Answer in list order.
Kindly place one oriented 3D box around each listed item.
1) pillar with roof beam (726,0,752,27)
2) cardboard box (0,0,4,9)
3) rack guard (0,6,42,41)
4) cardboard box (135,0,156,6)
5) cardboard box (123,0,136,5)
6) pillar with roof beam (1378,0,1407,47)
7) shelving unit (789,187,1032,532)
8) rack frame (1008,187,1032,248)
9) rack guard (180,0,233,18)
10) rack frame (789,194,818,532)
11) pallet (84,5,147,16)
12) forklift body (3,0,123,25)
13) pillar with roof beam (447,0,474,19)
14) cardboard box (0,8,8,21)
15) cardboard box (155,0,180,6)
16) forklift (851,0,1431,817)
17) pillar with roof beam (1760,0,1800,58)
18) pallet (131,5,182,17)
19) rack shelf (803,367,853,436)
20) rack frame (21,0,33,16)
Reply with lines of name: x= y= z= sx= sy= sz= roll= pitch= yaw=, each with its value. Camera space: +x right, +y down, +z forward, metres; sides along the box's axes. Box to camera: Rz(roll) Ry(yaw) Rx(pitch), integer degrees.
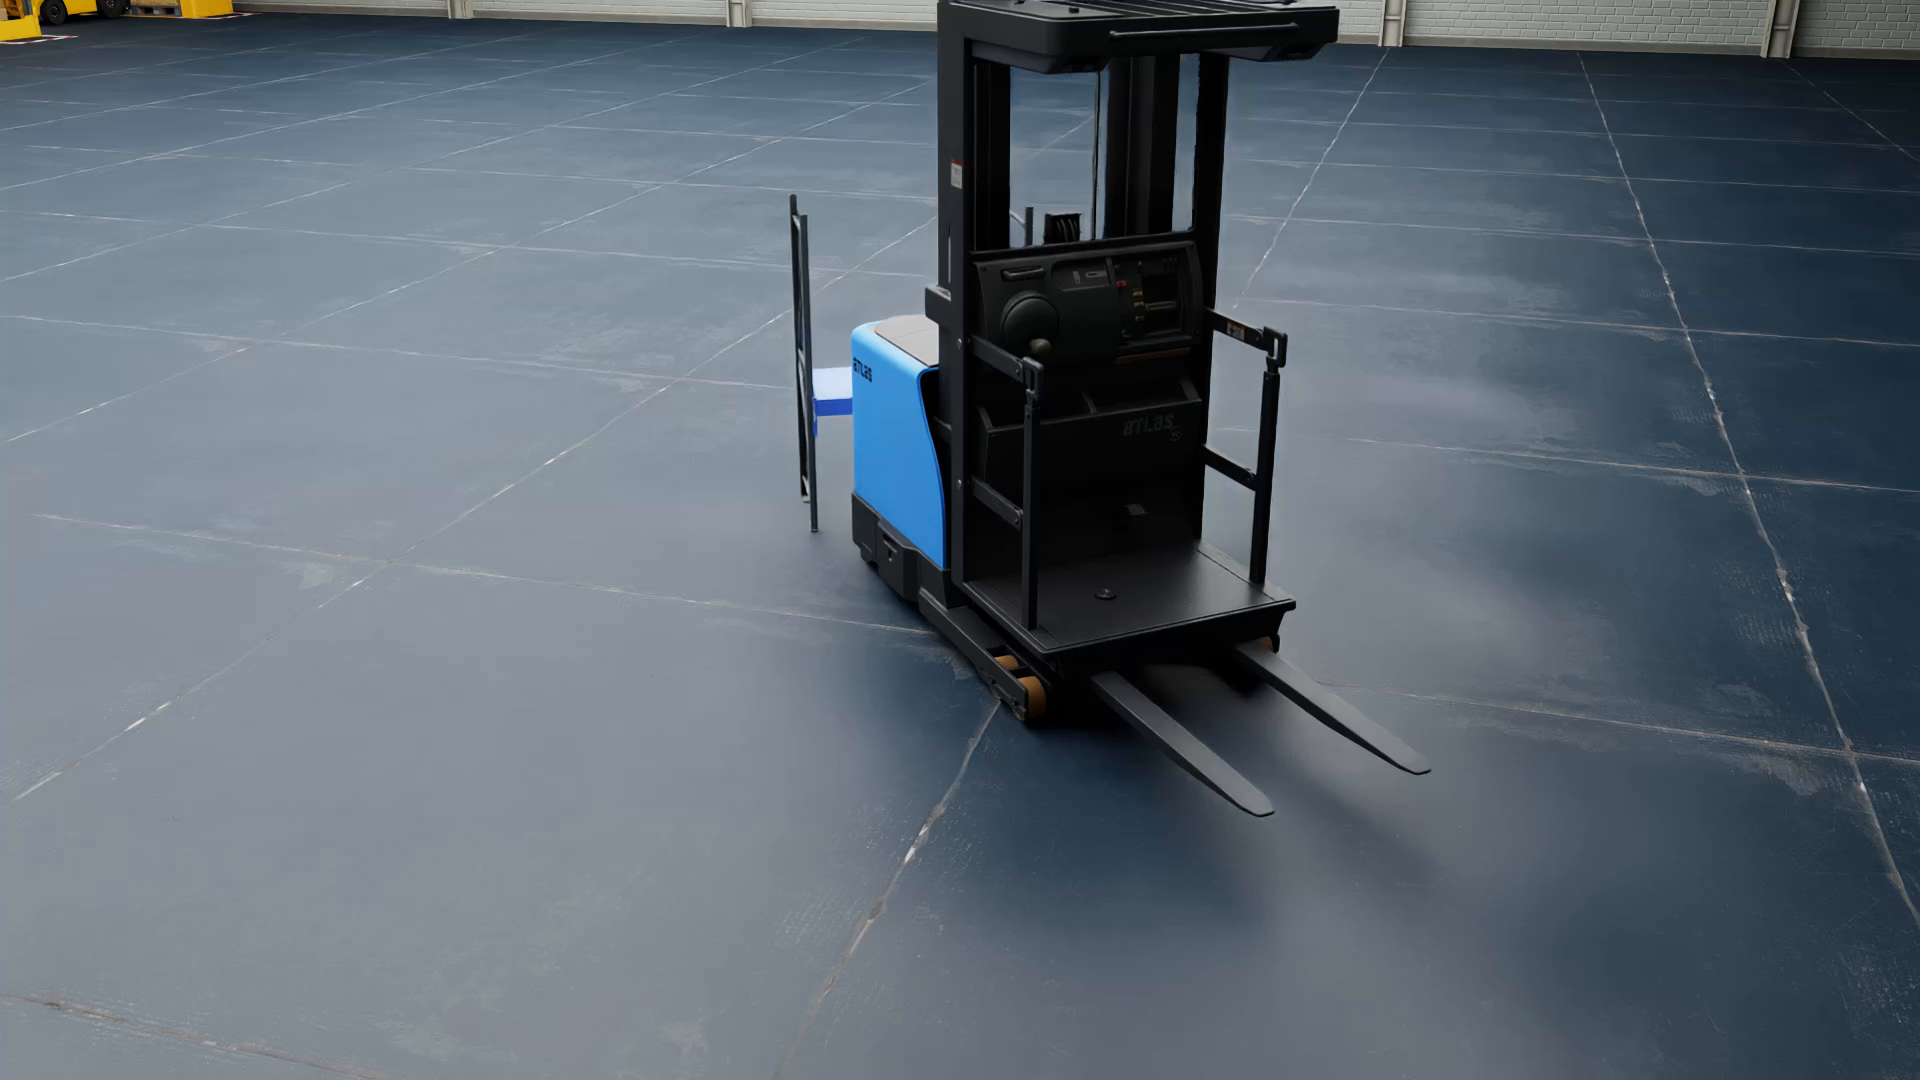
pillar with roof beam: x=-5.413 y=-12.321 z=25.950 sx=0.400 sy=9.000 sz=9.100 roll=7 pitch=23 yaw=16
cardboard box: x=-17.397 y=-9.678 z=29.493 sx=0.500 sy=0.500 sz=0.500 roll=6 pitch=23 yaw=14
rack guard: x=-16.754 y=-9.069 z=29.221 sx=0.348 sy=0.500 sz=1.175 roll=7 pitch=23 yaw=16
cardboard box: x=-16.266 y=-10.938 z=33.554 sx=0.500 sy=0.250 sz=0.500 roll=7 pitch=23 yaw=15
cardboard box: x=-16.742 y=-10.996 z=33.695 sx=0.500 sy=0.250 sz=0.500 roll=7 pitch=23 yaw=16
pillar with roof beam: x=6.076 y=-11.006 z=22.743 sx=0.400 sy=9.000 sz=9.100 roll=7 pitch=23 yaw=16
shelving unit: x=-0.235 y=-0.863 z=7.898 sx=1.048 sy=1.500 sz=0.538 roll=-4 pitch=23 yaw=-10
rack frame: x=0.264 y=-0.900 z=7.987 sx=0.032 sy=1.500 sz=0.500 roll=-4 pitch=23 yaw=-10
rack guard: x=-15.228 y=-10.862 z=33.592 sx=0.348 sy=0.500 sz=1.175 roll=7 pitch=23 yaw=16
rack frame: x=-0.734 y=-0.826 z=7.808 sx=0.032 sy=1.500 sz=0.500 roll=-4 pitch=23 yaw=-10
pallet: x=-17.160 y=-10.934 z=34.149 sx=1.213 sy=0.211 sz=1.003 roll=7 pitch=23 yaw=15
forklift body: x=-17.594 y=-11.174 z=32.176 sx=1.214 sy=2.155 sz=2.313 roll=7 pitch=23 yaw=16
pillar with roof beam: x=-11.157 y=-12.979 z=27.554 sx=0.400 sy=9.000 sz=9.100 roll=7 pitch=23 yaw=16
cardboard box: x=-17.374 y=-9.329 z=29.629 sx=0.500 sy=0.250 sz=0.500 roll=6 pitch=23 yaw=15
cardboard box: x=-15.792 y=-10.880 z=33.412 sx=0.500 sy=0.250 sz=0.500 roll=7 pitch=23 yaw=16
forklift: x=0.587 y=-0.875 z=6.041 sx=1.130 sy=2.935 sz=3.031 roll=-10 pitch=24 yaw=-23
pillar with roof beam: x=11.820 y=-10.348 z=21.140 sx=0.400 sy=9.000 sz=9.100 roll=7 pitch=23 yaw=16
pallet: x=-15.995 y=-10.800 z=33.821 sx=1.213 sy=0.211 sz=1.003 roll=7 pitch=23 yaw=16
rack shelf: x=-0.235 y=-0.697 z=7.966 sx=1.000 sy=0.185 sz=0.538 roll=-4 pitch=23 yaw=-10
rack frame: x=-16.681 y=-10.218 z=28.727 sx=0.127 sy=3.000 sz=1.000 roll=7 pitch=23 yaw=16
